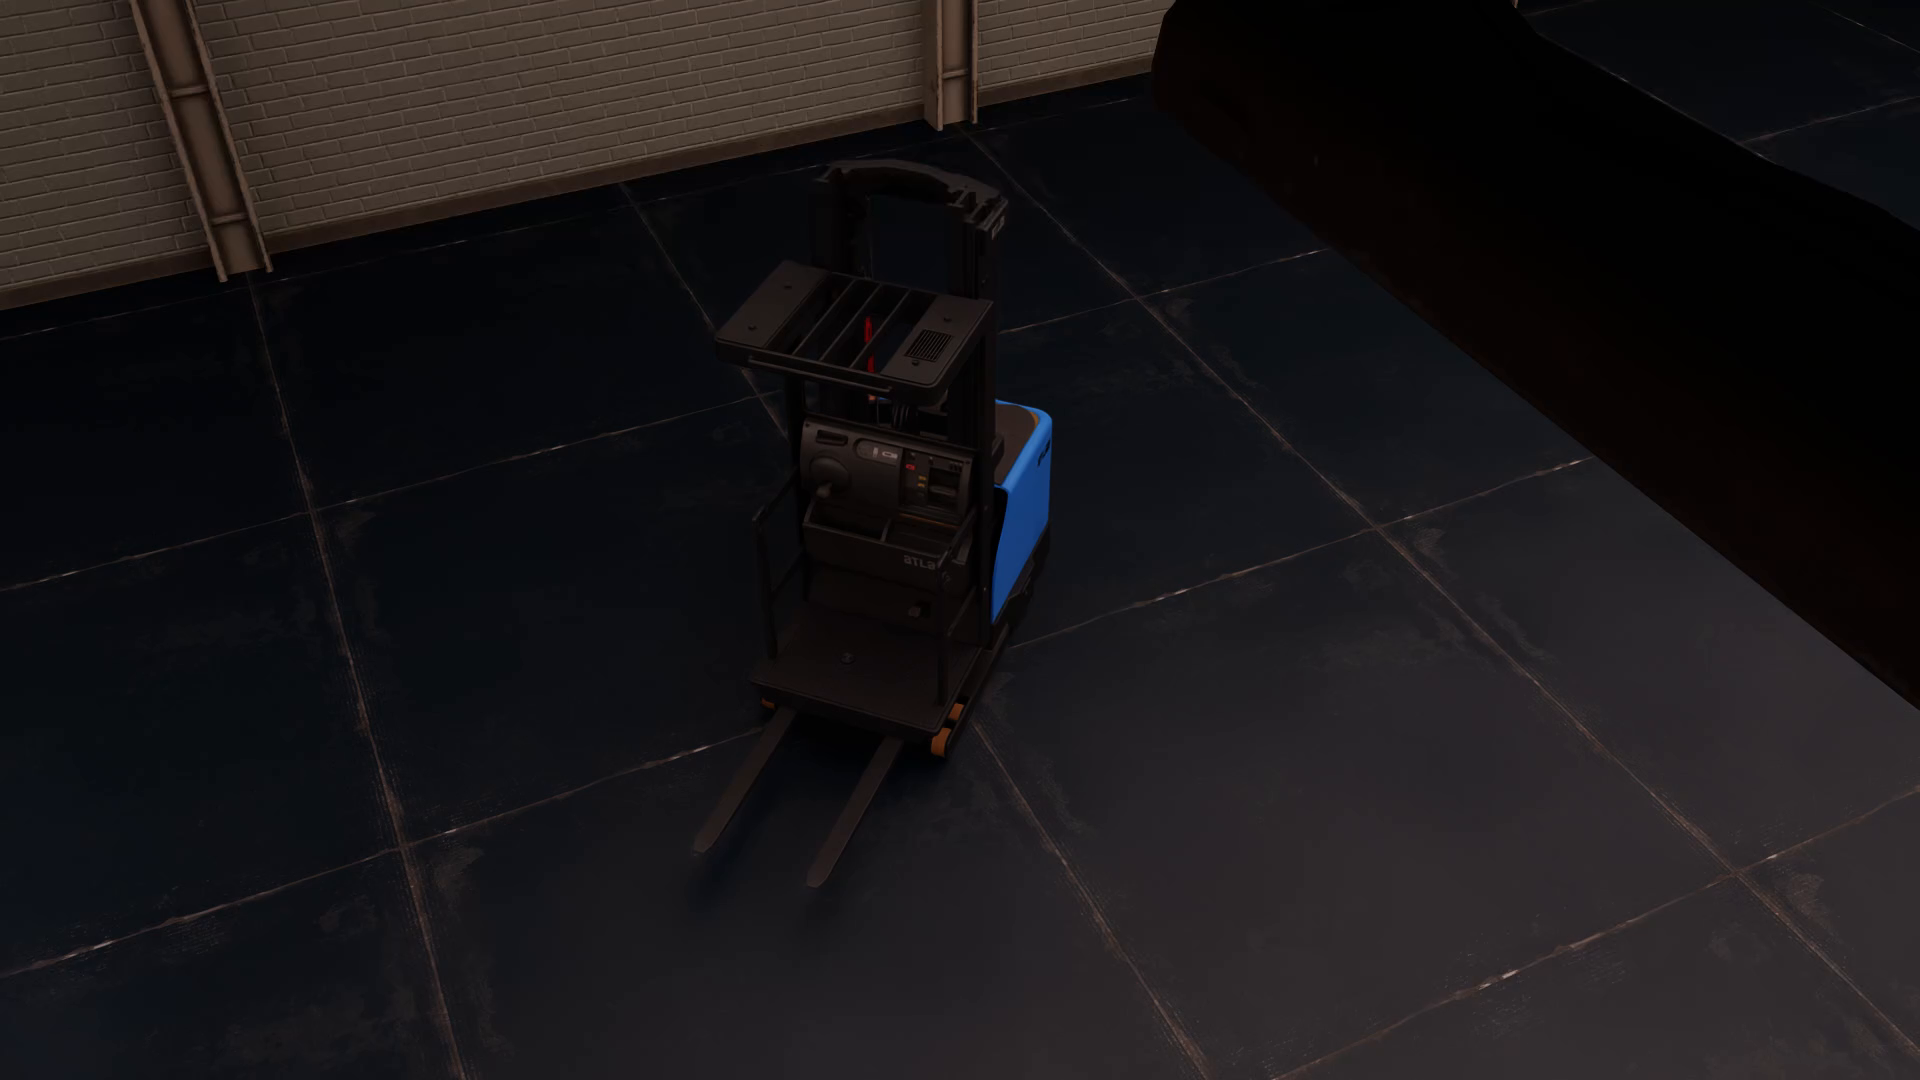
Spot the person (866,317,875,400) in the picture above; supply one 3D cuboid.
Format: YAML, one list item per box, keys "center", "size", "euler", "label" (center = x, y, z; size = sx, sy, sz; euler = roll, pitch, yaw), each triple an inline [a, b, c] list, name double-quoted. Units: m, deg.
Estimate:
- center: [-0.404, -0.916, 10.201]
  size: [0.812, 1.529, 1.122]
  euler: [5, 40, 6]
  label: "person"

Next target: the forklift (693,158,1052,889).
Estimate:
- center: [-0.457, -0.267, 8.336]
  size: [1.130, 2.935, 3.031]
  euler: [14, 42, 16]
  label: "forklift"
